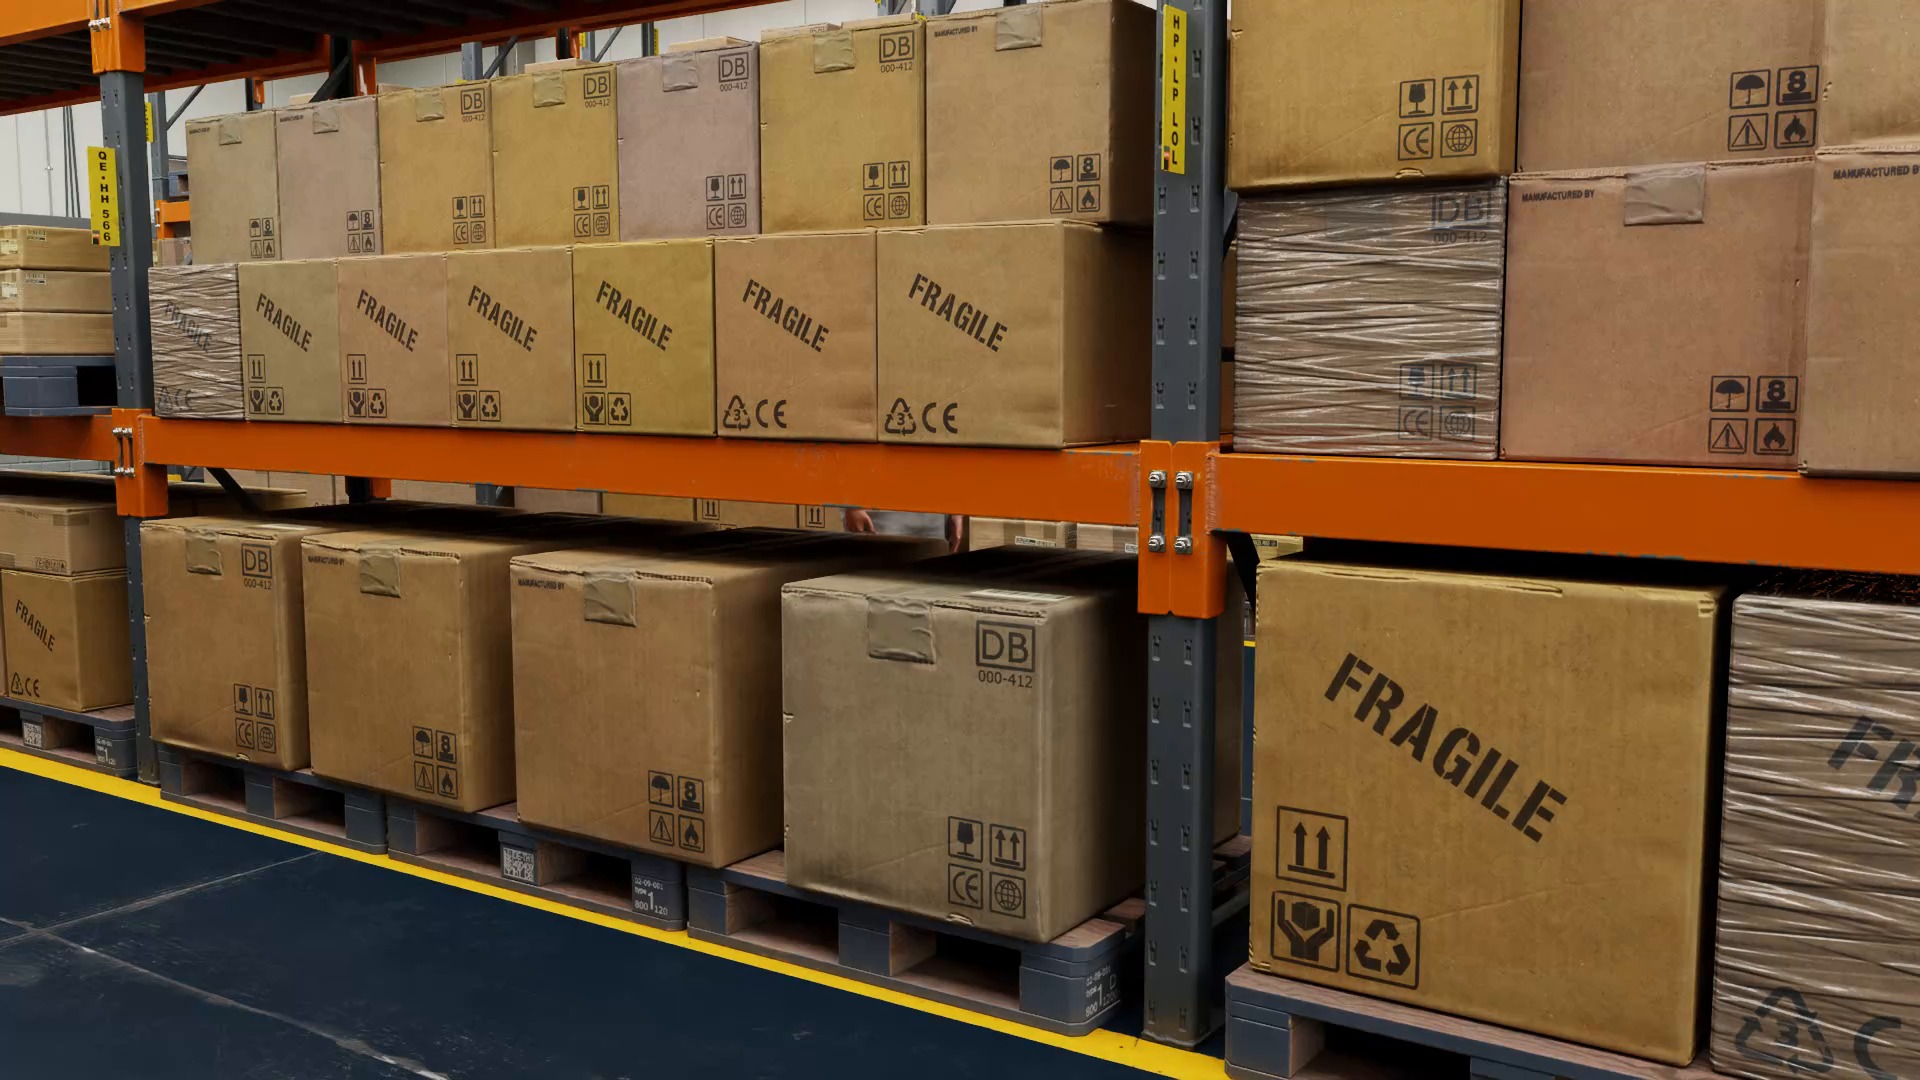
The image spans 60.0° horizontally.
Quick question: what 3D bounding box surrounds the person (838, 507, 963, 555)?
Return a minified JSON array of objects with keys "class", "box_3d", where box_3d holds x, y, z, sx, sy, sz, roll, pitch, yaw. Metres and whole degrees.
[{"class":"person","box_3d":[-0.203,-0.095,6.380,0.628,1.782,0.576,-6,9,-44]}]
